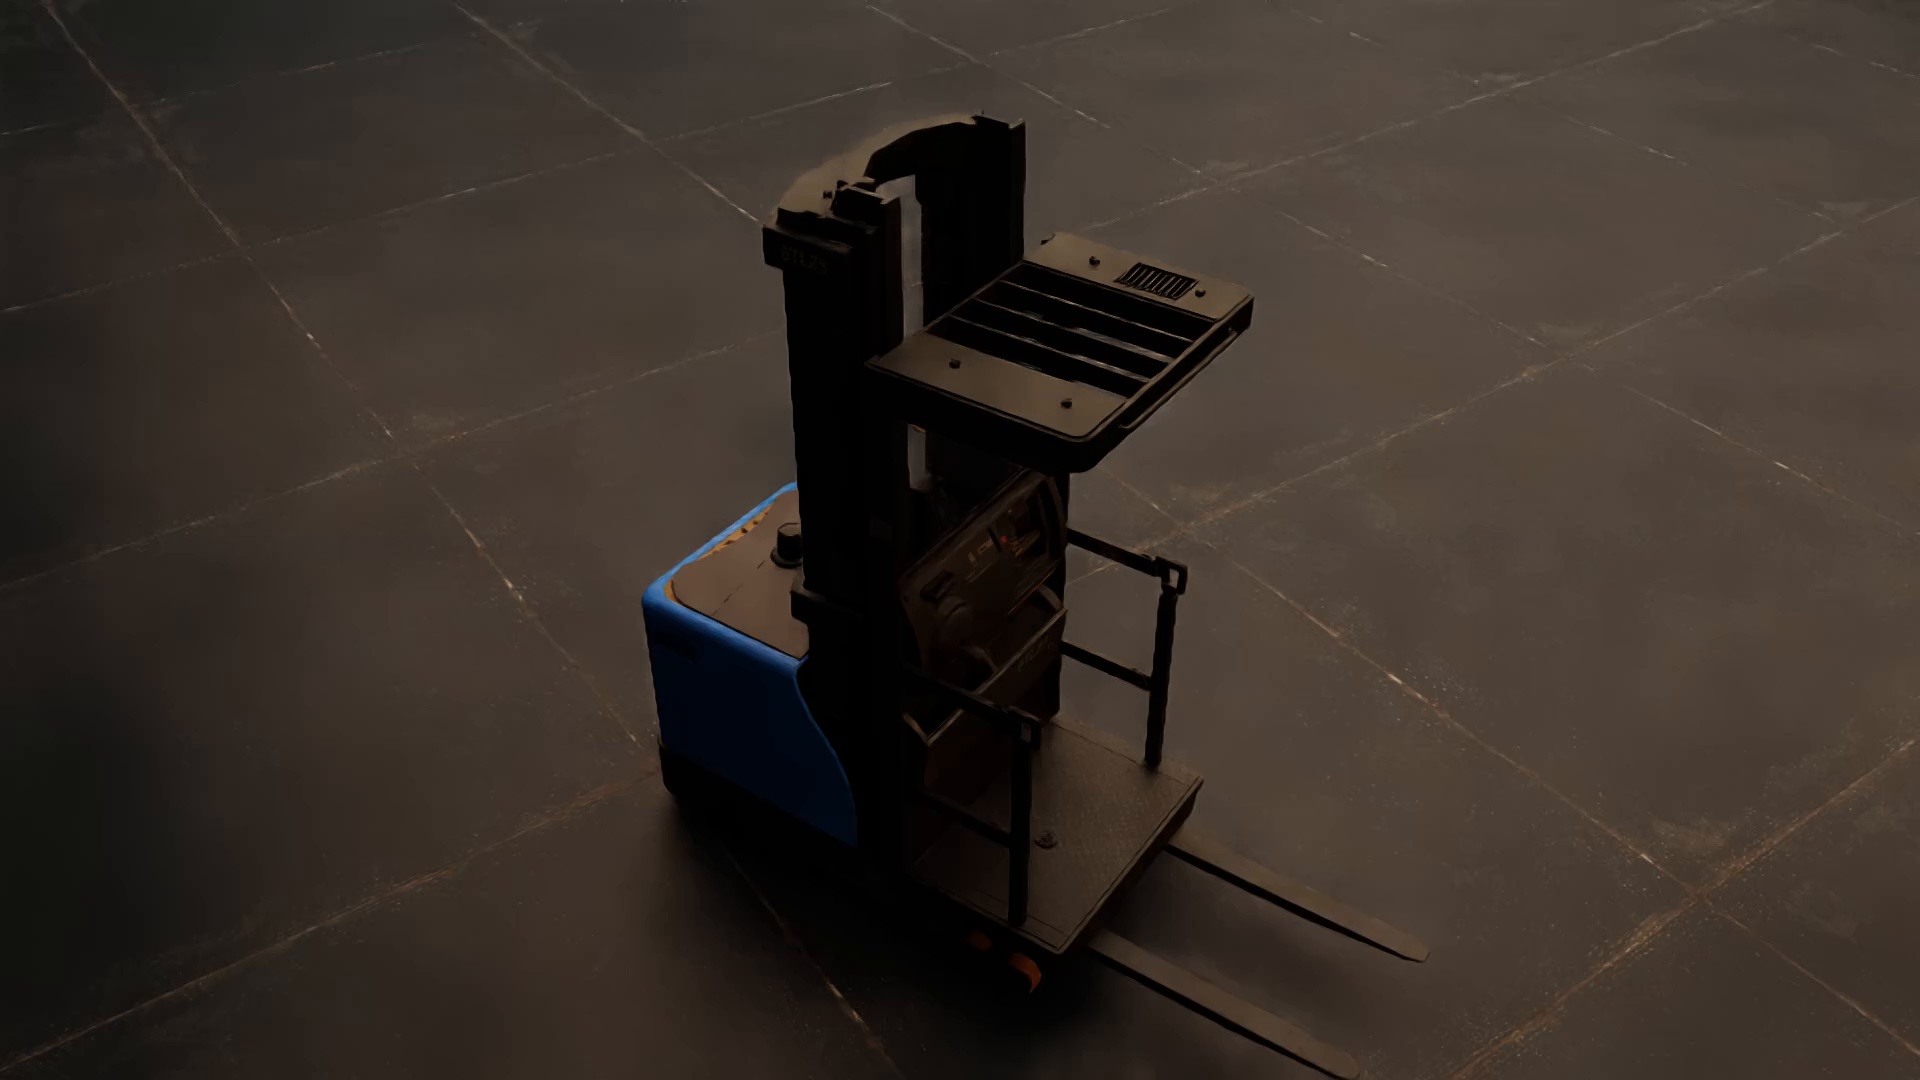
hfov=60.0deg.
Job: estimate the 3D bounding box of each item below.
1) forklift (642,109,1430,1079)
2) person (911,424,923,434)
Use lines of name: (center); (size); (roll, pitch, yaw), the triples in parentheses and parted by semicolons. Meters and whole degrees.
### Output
forklift: (0.267, 0.143, 5.751); (3.031, 2.935, 1.130); (22, 42, 27)
person: (-0.034, -0.723, 7.949); (0.586, 1.695, 0.533); (-23, 42, -28)
